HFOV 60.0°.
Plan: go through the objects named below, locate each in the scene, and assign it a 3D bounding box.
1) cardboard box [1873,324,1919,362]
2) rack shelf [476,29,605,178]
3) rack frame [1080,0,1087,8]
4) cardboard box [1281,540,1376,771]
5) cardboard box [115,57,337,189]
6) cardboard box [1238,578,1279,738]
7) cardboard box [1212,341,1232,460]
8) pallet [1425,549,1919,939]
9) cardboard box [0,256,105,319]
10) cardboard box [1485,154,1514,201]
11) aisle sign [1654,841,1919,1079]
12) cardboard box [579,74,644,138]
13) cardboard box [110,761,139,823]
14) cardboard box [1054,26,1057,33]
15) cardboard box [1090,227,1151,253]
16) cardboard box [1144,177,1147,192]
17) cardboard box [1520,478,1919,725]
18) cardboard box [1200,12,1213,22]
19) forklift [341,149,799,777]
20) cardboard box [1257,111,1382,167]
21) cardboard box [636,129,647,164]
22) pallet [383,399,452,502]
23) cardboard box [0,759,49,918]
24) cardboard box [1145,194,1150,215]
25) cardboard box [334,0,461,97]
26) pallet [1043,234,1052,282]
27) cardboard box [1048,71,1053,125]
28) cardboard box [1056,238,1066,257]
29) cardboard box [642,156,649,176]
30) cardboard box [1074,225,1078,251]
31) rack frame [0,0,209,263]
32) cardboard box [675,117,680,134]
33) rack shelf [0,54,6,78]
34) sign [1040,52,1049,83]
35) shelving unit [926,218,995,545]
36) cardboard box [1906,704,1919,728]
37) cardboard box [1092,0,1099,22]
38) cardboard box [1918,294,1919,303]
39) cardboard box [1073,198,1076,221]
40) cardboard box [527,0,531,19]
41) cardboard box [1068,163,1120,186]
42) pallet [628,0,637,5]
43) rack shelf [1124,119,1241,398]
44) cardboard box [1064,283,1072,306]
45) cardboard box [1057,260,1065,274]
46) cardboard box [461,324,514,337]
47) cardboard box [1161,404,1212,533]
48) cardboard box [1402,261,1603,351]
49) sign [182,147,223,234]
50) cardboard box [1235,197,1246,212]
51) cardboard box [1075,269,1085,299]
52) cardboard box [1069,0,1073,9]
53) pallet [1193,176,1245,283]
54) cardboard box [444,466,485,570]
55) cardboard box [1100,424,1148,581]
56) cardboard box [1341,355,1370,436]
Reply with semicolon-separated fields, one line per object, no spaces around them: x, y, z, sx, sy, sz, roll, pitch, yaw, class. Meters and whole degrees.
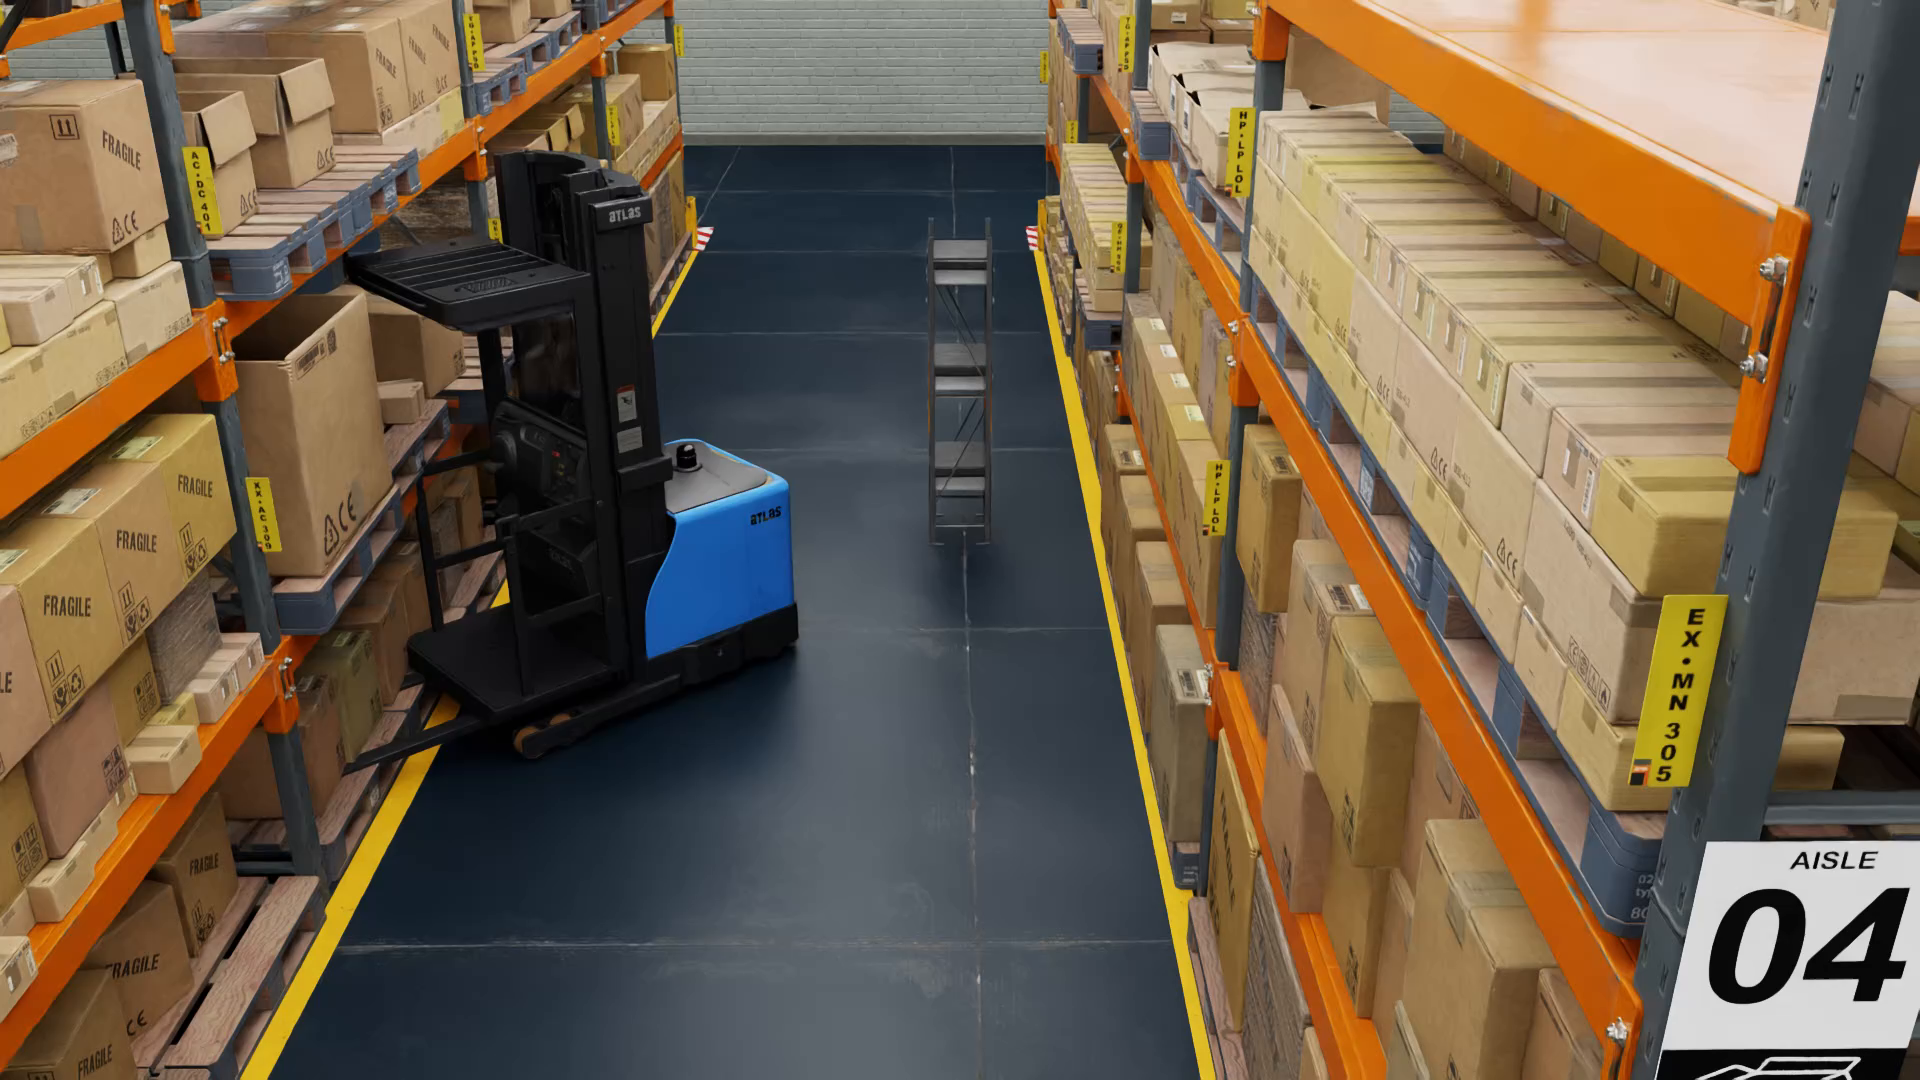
1.926;-0.338;3.424;0.380;0.149;0.250;0;24;0;cardboard box
-3.452;-3.213;11.947;1.077;0.370;4.000;0;24;-1;rack shelf
1.487;-5.712;12.960;1.000;3.000;0.127;0;24;-1;rack frame
1.535;0.359;5.324;0.875;0.550;0.550;0;24;-1;cardboard box
-3.304;-1.889;7.512;0.797;0.503;0.637;1;24;2;cardboard box
1.590;0.401;6.540;0.875;0.550;0.550;0;24;-1;cardboard box
1.555;-0.600;7.601;0.700;0.500;0.500;-1;24;-1;cardboard box
1.599;0.334;3.339;1.003;0.211;1.213;0;24;-1;pallet
-3.093;-0.835;5.515;0.380;0.149;0.250;-1;24;-3;cardboard box
1.902;-1.178;5.280;0.380;0.149;0.250;0;24;-1;cardboard box
1.319;0.812;2.660;0.394;0.787;0.004;0;24;-1;aisle sign
-3.231;-4.023;15.415;0.500;0.500;0.500;-1;24;-2;cardboard box
-3.169;0.913;5.897;0.380;0.149;0.250;0;24;-1;cardboard box
1.195;-4.869;16.681;0.500;0.500;0.500;0;24;1;cardboard box
1.066;-1.982;11.065;0.380;0.149;0.250;-1;24;-1;cardboard box
1.693;-2.919;13.499;0.380;0.149;0.250;0;24;0;cardboard box
1.333;0.095;2.950;0.500;0.250;0.500;0;24;0;cardboard box
1.778;-3.185;10.891;0.500;0.500;0.500;0;24;-1;cardboard box
-2.378;-0.432;8.648;3.031;2.935;1.130;-21;32;-38;forklift
1.238;-1.383;5.734;0.380;0.149;0.250;0;24;0;cardboard box
-3.229;-3.678;15.564;0.500;0.250;0.500;0;24;1;cardboard box
-3.368;-0.447;8.831;1.003;0.211;1.213;0;24;-1;pallet
-3.403;0.921;5.091;0.875;0.500;0.500;0;24;-1;cardboard box
1.694;-2.683;13.338;0.380;0.149;0.250;0;24;-1;cardboard box
-3.175;-2.794;9.420;0.500;0.500;0.500;0;24;1;cardboard box
1.418;-2.990;17.605;1.003;0.211;1.213;0;24;-1;pallet
1.172;-4.622;17.347;0.500;0.500;0.500;1;24;2;cardboard box
1.135;-2.825;16.083;0.380;0.149;0.250;-1;24;-2;cardboard box
-3.159;-3.541;15.744;0.380;0.149;0.250;0;24;0;cardboard box
1.051;-2.249;12.378;0.380;0.149;0.250;-1;24;-3;cardboard box
-3.386;-2.435;5.714;1.000;3.000;0.127;0;24;-1;rack frame
-3.184;-4.387;17.614;0.380;0.149;0.250;0;24;0;cardboard box
-8.405;-3.191;11.897;1.077;0.370;4.000;0;24;-1;rack shelf
0.901;-5.019;17.656;0.100;0.325;0.005;0;24;-1;sign
-0.002;-1.025;10.968;0.431;2.100;0.503;0;24;-1;shelving unit
1.931;0.229;3.137;0.380;0.149;0.250;0;24;0;cardboard box
1.287;-4.133;12.706;0.500;0.311;0.500;-1;24;-1;cardboard box
6.253;-1.580;10.112;0.500;0.500;0.500;-1;24;-2;cardboard box
1.051;-2.486;12.541;0.380;0.149;0.250;-1;24;-1;cardboard box
-3.552;-4.063;12.552;0.500;0.311;0.500;-1;24;-2;cardboard box
1.041;-2.839;12.960;0.380;0.149;0.250;-1;24;-1;cardboard box
-3.483;-5.163;15.493;1.003;0.211;1.213;0;24;-1;pallet
1.552;-1.545;8.260;1.077;0.370;4.000;0;24;-1;rack shelf
1.150;-2.246;15.166;0.380;0.149;0.250;-1;24;-3;cardboard box
1.159;-2.665;16.451;0.380;0.149;0.250;0;24;-1;cardboard box
-3.163;-1.597;11.019;0.500;0.500;0.500;0;24;1;cardboard box
1.290;-0.358;8.280;0.500;0.500;0.500;0;24;0;cardboard box
1.261;-0.548;3.887;0.380;0.149;0.250;-1;24;-1;cardboard box
-2.844;-1.309;6.238;0.100;0.325;0.005;0;24;-1;sign
1.407;-1.508;6.855;0.500;0.250;0.500;0;24;0;cardboard box
1.231;-2.067;13.794;0.500;0.250;0.500;-1;24;-3;cardboard box
1.218;-4.684;14.508;0.500;0.250;0.500;0;24;-1;cardboard box
1.515;-1.339;7.163;0.805;0.209;1.217;-1;24;-3;pallet
-3.403;-0.135;10.409;0.700;0.500;0.500;-2;24;-3;cardboard box
1.447;-0.245;10.373;1.050;0.750;0.750;-1;24;-1;cardboard box
1.255;-0.393;4.513;0.380;0.149;0.250;0;24;0;cardboard box
